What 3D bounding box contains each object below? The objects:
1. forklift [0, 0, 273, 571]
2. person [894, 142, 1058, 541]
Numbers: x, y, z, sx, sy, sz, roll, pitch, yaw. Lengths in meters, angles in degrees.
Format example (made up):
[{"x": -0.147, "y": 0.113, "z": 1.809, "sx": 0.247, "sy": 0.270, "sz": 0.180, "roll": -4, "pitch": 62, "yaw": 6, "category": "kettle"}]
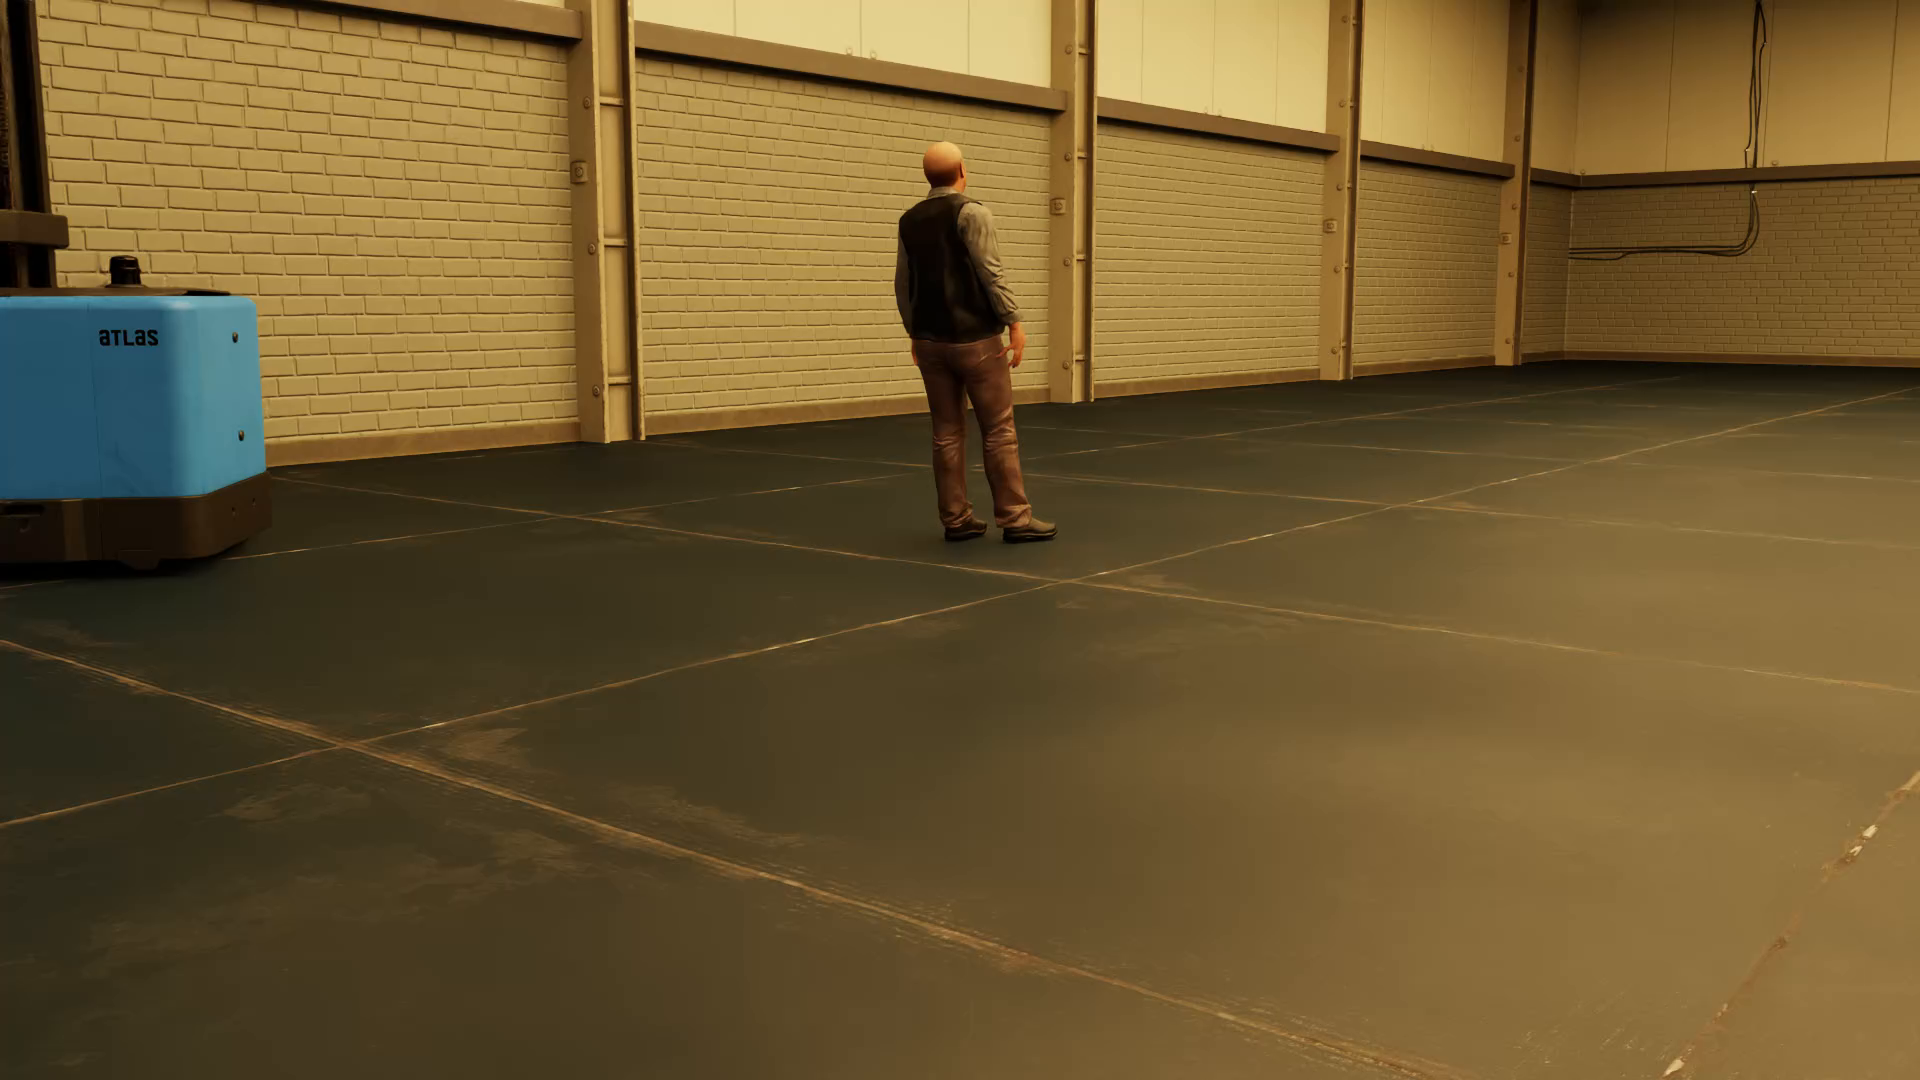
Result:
[{"x": -4.479, "y": -1.352, "z": 6.524, "sx": 3.031, "sy": 2.935, "sz": 1.130, "roll": -1, "pitch": 8, "yaw": -8, "category": "forklift"}, {"x": 0.045, "y": -0.866, "z": 7.323, "sx": 0.634, "sy": 1.722, "sz": 0.566, "roll": 7, "pitch": 11, "yaw": 38, "category": "person"}]
